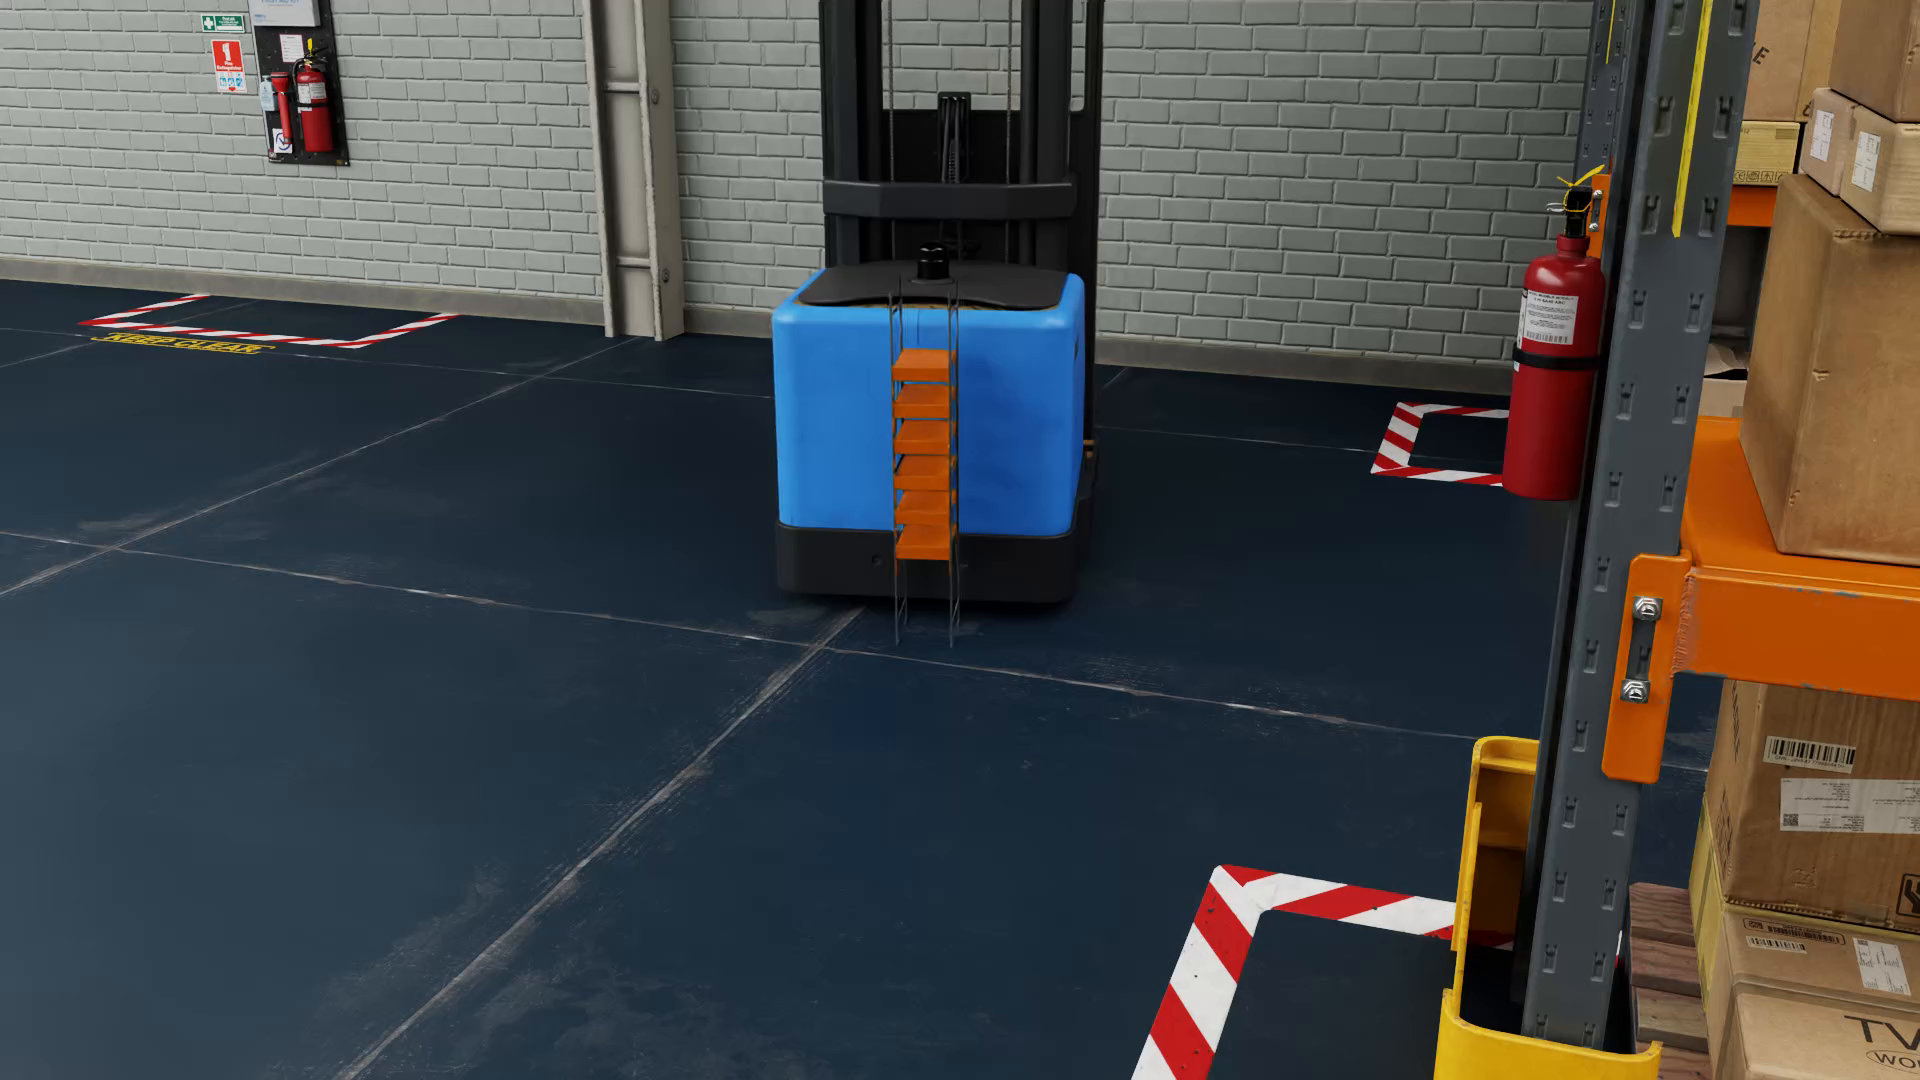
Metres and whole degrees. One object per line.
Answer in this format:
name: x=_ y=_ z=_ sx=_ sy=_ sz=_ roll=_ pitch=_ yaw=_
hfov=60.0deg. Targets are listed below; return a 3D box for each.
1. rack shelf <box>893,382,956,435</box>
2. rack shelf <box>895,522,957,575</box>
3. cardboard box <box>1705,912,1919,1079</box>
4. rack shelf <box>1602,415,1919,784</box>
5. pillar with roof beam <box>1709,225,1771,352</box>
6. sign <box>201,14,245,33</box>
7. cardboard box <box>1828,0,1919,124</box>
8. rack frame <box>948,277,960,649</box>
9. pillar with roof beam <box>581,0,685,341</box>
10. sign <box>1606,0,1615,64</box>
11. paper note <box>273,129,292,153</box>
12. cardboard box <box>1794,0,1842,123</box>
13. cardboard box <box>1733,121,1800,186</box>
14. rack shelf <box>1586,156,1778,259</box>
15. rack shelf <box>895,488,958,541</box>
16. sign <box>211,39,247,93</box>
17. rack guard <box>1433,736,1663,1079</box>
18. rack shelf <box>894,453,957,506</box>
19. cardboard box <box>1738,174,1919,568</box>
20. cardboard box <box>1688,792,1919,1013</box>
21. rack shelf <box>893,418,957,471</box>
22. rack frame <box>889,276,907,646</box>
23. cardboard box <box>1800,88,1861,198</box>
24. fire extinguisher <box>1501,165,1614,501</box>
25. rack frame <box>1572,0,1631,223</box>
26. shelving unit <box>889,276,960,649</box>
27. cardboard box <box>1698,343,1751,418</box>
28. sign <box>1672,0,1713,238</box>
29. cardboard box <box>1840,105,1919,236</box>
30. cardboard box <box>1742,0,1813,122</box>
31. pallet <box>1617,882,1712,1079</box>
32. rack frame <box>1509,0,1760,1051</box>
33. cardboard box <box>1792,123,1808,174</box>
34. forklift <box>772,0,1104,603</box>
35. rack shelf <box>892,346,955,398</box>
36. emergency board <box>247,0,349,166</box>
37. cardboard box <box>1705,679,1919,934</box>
rack shelf: x=-0.110 y=-0.428 z=5.376 sx=0.180 sy=0.103 sz=0.258 roll=2 pitch=21 yaw=6
rack shelf: x=-0.109 y=0.021 z=5.546 sx=0.180 sy=0.103 sz=0.258 roll=2 pitch=21 yaw=6
cardboard box: x=1.607 y=0.925 z=2.904 sx=0.500 sy=0.250 sz=0.500 roll=7 pitch=20 yaw=18
rack shelf: x=3.062 y=0.254 z=2.384 sx=4.000 sy=0.370 sz=1.077 roll=7 pitch=20 yaw=18
pillar with roof beam: x=2.327 y=-3.530 z=3.032 sx=0.400 sy=9.000 sz=9.100 roll=7 pitch=20 yaw=18
sign: x=-4.736 y=-3.318 z=10.680 sx=0.331 sy=0.109 sz=0.001 roll=7 pitch=20 yaw=18
cardboard box: x=1.660 y=-0.902 z=2.483 sx=0.500 sy=0.500 sz=0.700 roll=7 pitch=20 yaw=18
rack frame: x=-0.019 y=-0.242 z=5.436 sx=0.006 sy=1.200 sz=0.240 roll=2 pitch=21 yaw=6
pillar with roof beam: x=-3.340 y=-4.178 z=4.892 sx=0.400 sy=9.000 sz=9.100 roll=7 pitch=20 yaw=18
sign: x=2.617 y=-2.083 z=6.679 sx=0.005 sy=0.325 sz=0.100 roll=7 pitch=20 yaw=18
paper note: x=-4.394 y=-2.587 z=10.780 sx=0.142 sy=0.148 sz=0.016 roll=7 pitch=20 yaw=18
cardboard box: x=3.611 y=-1.934 z=6.625 sx=0.500 sy=0.500 sz=0.500 roll=7 pitch=20 yaw=18
cardboard box: x=3.152 y=-1.630 z=6.892 sx=0.500 sy=0.250 sz=0.500 roll=6 pitch=20 yaw=16
rack shelf: x=4.684 y=-1.287 z=6.804 sx=4.000 sy=0.370 sz=1.077 roll=7 pitch=20 yaw=18
rack shelf: x=-0.109 y=-0.091 z=5.503 sx=0.180 sy=0.103 sz=0.258 roll=2 pitch=21 yaw=6
sign: x=-4.738 y=-3.071 z=10.776 sx=0.234 sy=0.329 sz=0.001 roll=7 pitch=20 yaw=18
rack guard: x=1.150 y=0.876 z=3.304 sx=0.348 sy=0.500 sz=1.175 roll=7 pitch=20 yaw=18
rack shelf: x=-0.110 y=-0.203 z=5.461 sx=0.180 sy=0.103 sz=0.258 roll=2 pitch=21 yaw=6
cardboard box: x=1.610 y=-0.295 z=2.713 sx=0.500 sy=0.500 sz=0.700 roll=7 pitch=20 yaw=18
cardboard box: x=1.776 y=0.764 z=3.366 sx=0.500 sy=0.250 sz=0.500 roll=7 pitch=20 yaw=18
rack shelf: x=-0.110 y=-0.316 z=5.418 sx=0.180 sy=0.103 sz=0.258 roll=2 pitch=21 yaw=6
rack frame: x=-0.201 y=-0.248 z=5.454 sx=0.006 sy=1.200 sz=0.240 roll=2 pitch=21 yaw=6
cardboard box: x=1.596 y=-0.673 z=2.814 sx=0.250 sy=0.149 sz=0.380 roll=6 pitch=20 yaw=17
fire extinguisher: x=1.214 y=-0.423 z=3.349 sx=0.183 sy=0.674 sz=0.296 roll=7 pitch=20 yaw=18
rack frame: x=2.795 y=-1.843 z=7.305 sx=0.127 sy=3.000 sz=1.000 roll=7 pitch=20 yaw=18
shelving unit: x=-0.110 y=-0.245 z=5.445 sx=0.189 sy=1.200 sz=0.258 roll=2 pitch=21 yaw=6
cardboard box: x=3.419 y=-0.678 z=7.381 sx=0.500 sy=0.311 sz=0.500 roll=4 pitch=20 yaw=12
sign: x=0.985 y=-0.576 z=2.237 sx=0.005 sy=0.325 sz=0.100 roll=7 pitch=20 yaw=18
cardboard box: x=1.473 y=-0.546 z=2.448 sx=0.250 sy=0.149 sz=0.380 roll=6 pitch=20 yaw=18
cardboard box: x=3.147 y=-1.990 z=6.787 sx=0.500 sy=0.500 sz=0.500 roll=7 pitch=20 yaw=18
pallet: x=1.909 y=1.084 z=3.145 sx=1.213 sy=0.211 sz=1.003 roll=7 pitch=20 yaw=18
rack frame: x=1.173 y=-0.302 z=2.885 sx=0.127 sy=3.000 sz=1.000 roll=7 pitch=20 yaw=18
cardboard box: x=3.647 y=-1.578 z=6.744 sx=0.500 sy=0.250 sz=0.500 roll=6 pitch=20 yaw=16
forklift: x=0.032 y=-1.609 z=6.738 sx=1.130 sy=2.935 sz=3.031 roll=2 pitch=19 yaw=6
rack shelf: x=-0.111 y=-0.540 z=5.334 sx=0.180 sy=0.103 sz=0.258 roll=2 pitch=21 yaw=6
emergency board: x=-4.249 y=-2.963 z=10.519 sx=0.643 sy=1.169 sz=0.194 roll=7 pitch=20 yaw=18
cardboard box: x=1.777 y=0.409 z=3.245 sx=0.500 sy=0.500 sz=0.500 roll=7 pitch=20 yaw=18
